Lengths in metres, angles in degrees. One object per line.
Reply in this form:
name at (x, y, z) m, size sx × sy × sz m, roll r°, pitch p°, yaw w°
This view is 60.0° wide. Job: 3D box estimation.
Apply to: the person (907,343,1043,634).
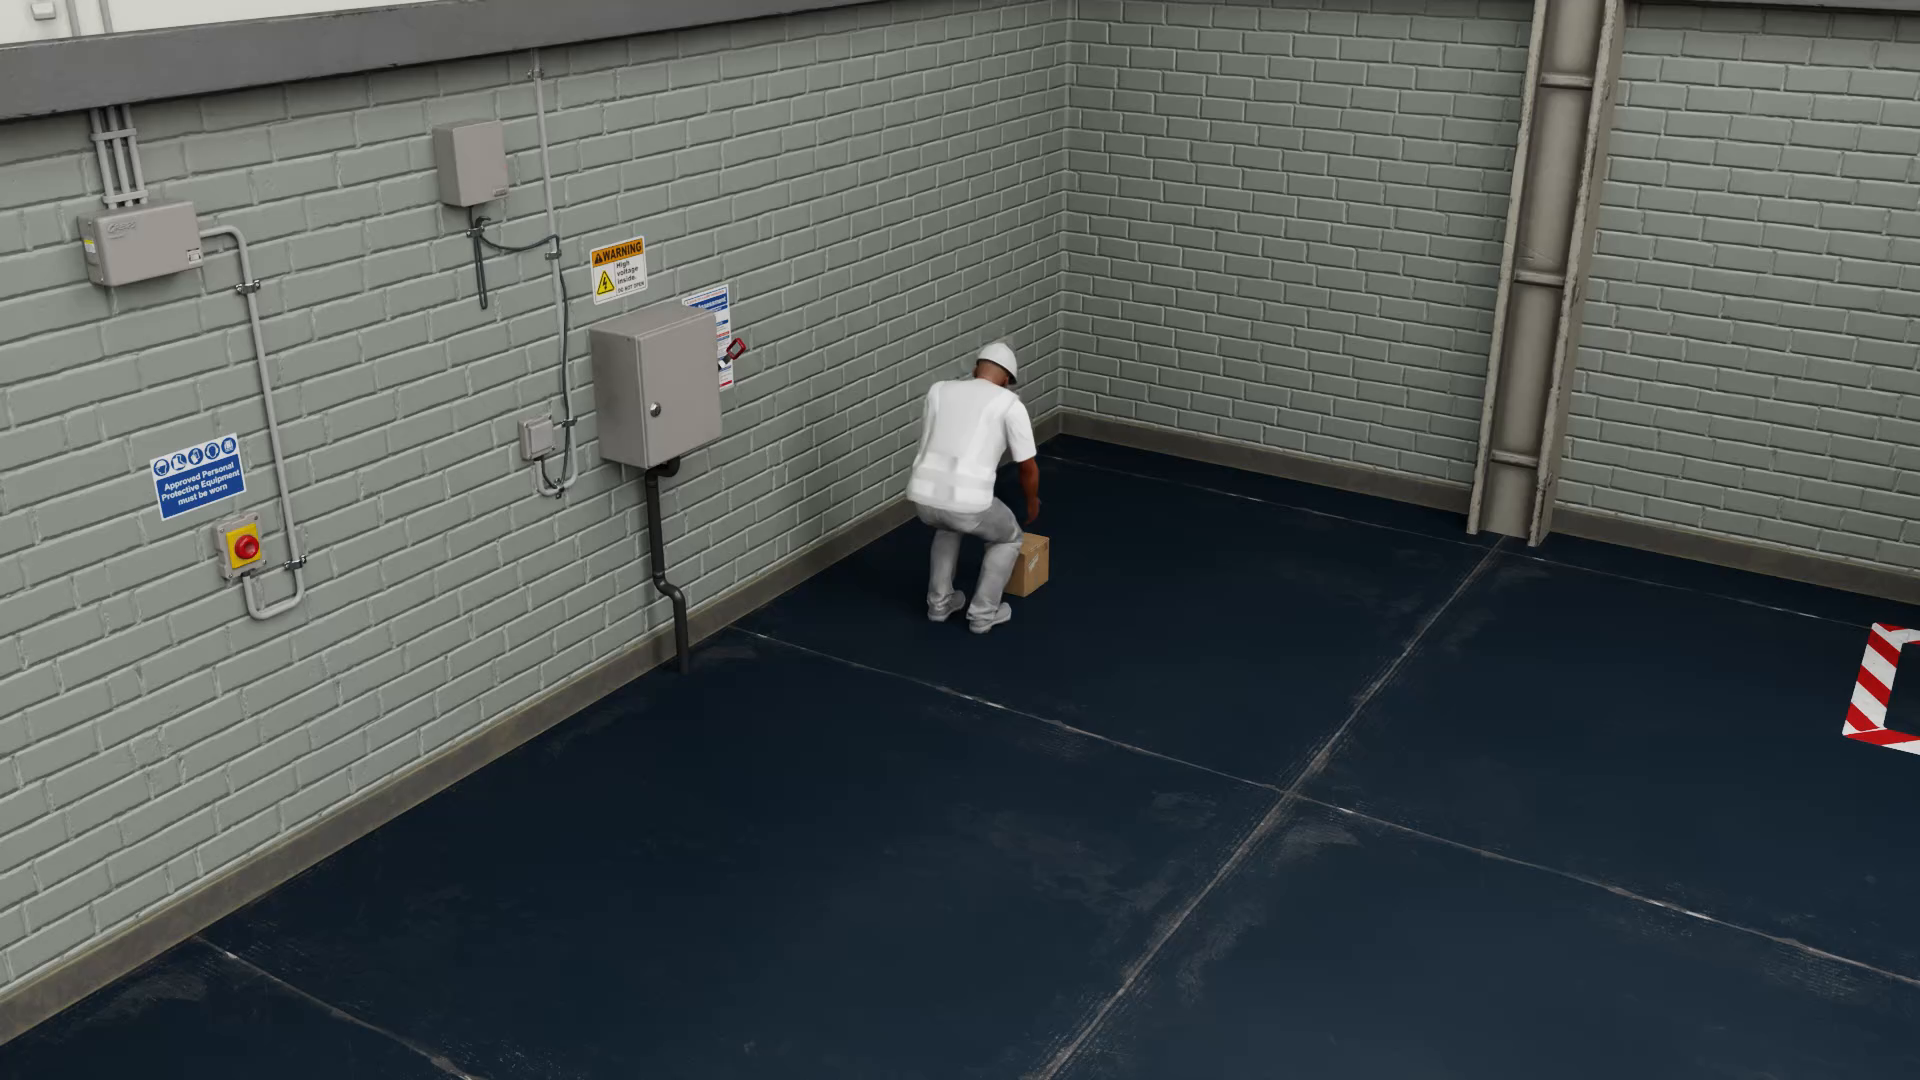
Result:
person at (0.040, -0.256, 8.218) m, size 0.631 × 1.340 × 0.792 m, roll 14°, pitch 27°, yaw 29°
